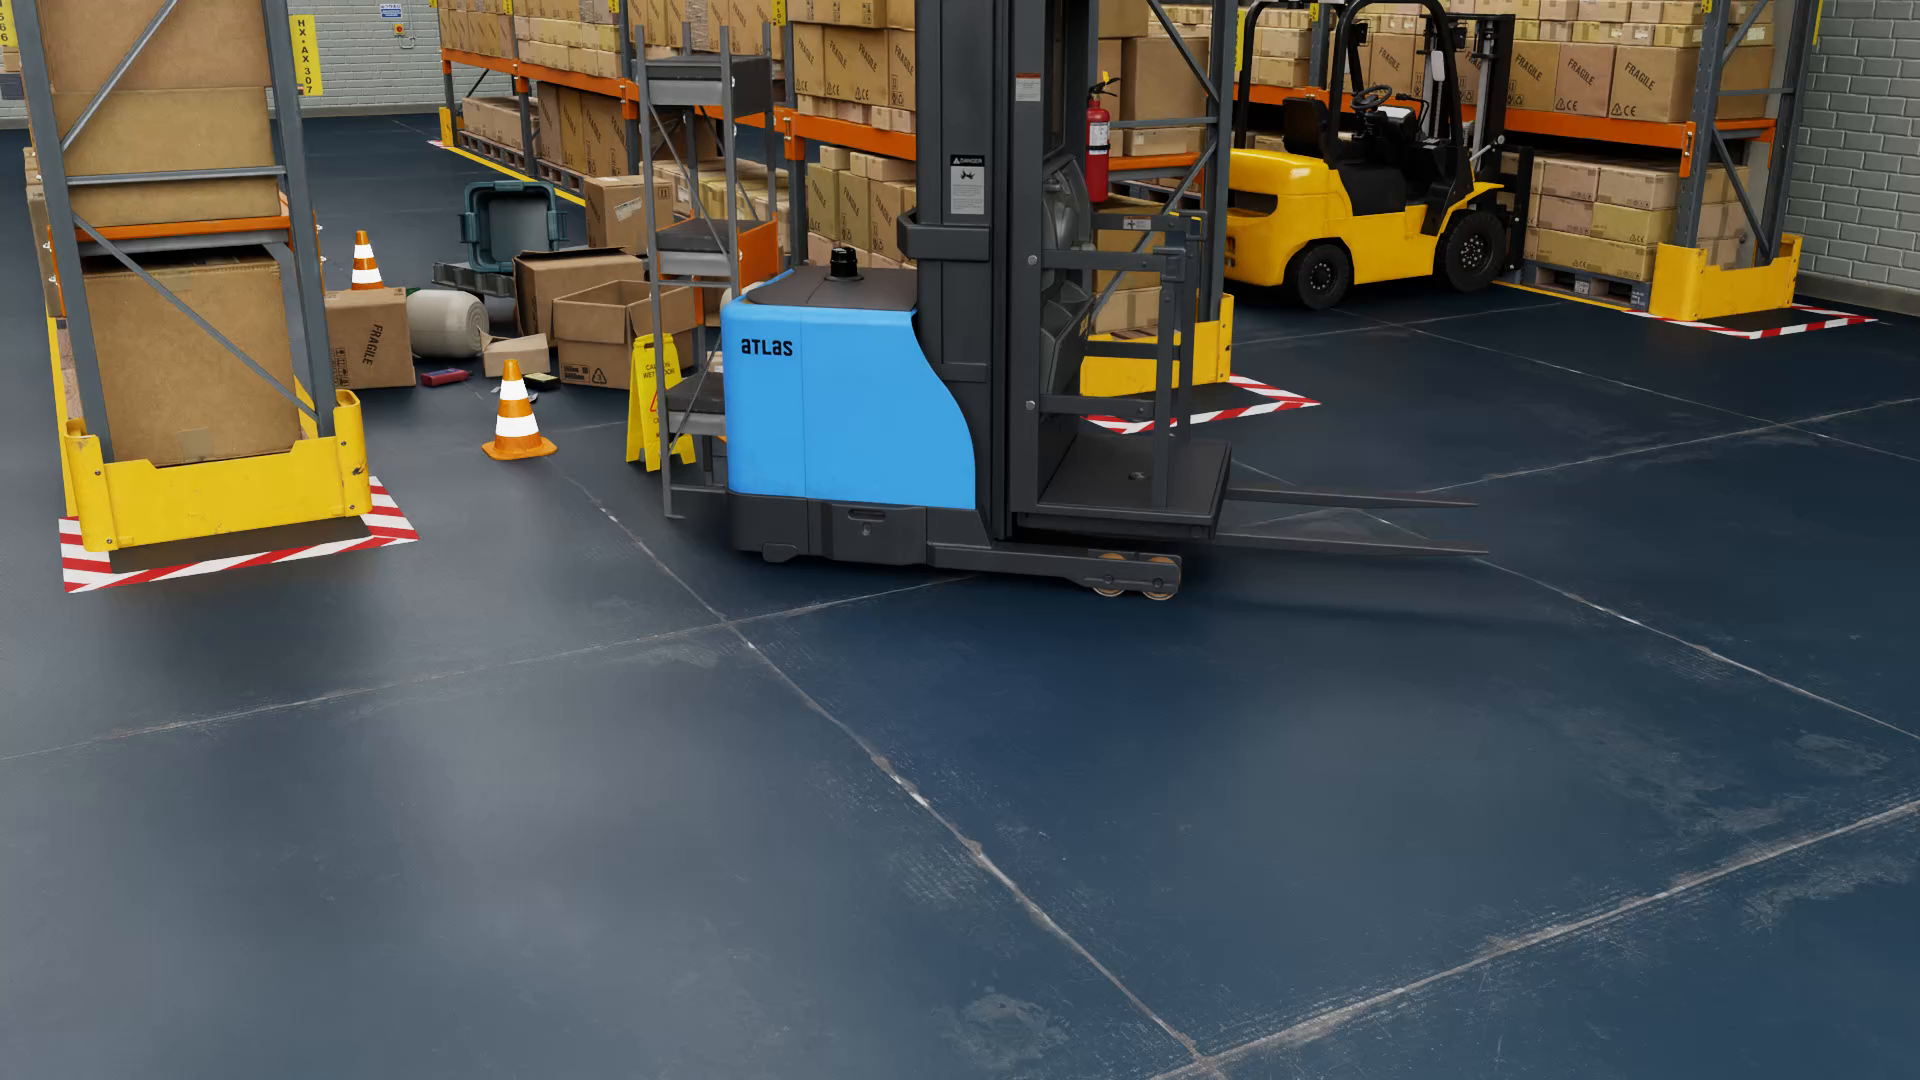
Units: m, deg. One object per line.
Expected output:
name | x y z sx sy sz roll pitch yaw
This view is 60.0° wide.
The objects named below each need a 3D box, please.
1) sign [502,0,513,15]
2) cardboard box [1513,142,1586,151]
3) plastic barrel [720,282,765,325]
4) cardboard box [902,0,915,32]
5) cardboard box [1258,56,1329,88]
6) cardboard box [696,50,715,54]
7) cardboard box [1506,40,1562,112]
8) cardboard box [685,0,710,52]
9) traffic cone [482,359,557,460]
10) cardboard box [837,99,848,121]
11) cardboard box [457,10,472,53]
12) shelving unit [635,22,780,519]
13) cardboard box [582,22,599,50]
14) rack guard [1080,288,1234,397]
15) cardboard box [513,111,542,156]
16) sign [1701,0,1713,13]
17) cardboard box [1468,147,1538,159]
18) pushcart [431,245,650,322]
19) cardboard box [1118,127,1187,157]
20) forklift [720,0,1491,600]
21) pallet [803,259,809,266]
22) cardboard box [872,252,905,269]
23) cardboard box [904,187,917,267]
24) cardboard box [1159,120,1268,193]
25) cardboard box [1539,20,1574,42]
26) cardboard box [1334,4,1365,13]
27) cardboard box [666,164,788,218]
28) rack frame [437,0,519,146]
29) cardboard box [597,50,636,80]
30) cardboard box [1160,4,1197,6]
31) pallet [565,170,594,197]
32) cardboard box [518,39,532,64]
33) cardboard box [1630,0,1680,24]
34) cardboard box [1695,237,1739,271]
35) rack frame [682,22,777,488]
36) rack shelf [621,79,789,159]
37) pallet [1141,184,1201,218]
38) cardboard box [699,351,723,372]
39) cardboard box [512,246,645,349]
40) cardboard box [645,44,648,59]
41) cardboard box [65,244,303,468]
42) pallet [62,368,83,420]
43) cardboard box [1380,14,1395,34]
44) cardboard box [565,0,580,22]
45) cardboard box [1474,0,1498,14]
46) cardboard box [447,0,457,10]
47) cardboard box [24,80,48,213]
sign | -5.119 -6.107 18.783 0.100 0.325 0.005 -10 21 -27
cardboard box | 4.667 -3.047 13.402 0.500 0.250 0.500 -10 22 -28
plastic barrel | -1.246 -1.443 10.664 0.512 0.421 0.421 4 19 11
cardboard box | 0.066 -3.353 10.106 0.700 0.500 0.500 -10 22 -27
cardboard box | 3.065 -4.254 15.090 0.500 0.250 0.500 -9 21 -25
cardboard box | -2.016 -4.085 14.113 0.380 0.149 0.250 -9 21 -25
cardboard box | 4.487 -3.517 12.573 0.500 0.500 0.500 -10 22 -28
cardboard box | -1.979 -4.375 13.960 0.500 0.500 0.500 -11 22 -29
traffic cone | -2.243 -0.680 8.392 0.336 0.463 0.334 -10 21 -27
cardboard box | -0.646 -3.056 11.773 0.380 0.149 0.250 -10 21 -27
cardboard box | -6.065 -6.471 21.132 0.500 0.500 0.500 -10 21 -27
shelving unit | -1.064 -1.156 7.261 0.431 2.100 0.503 5 19 13
cardboard box | -3.432 -5.011 16.517 0.500 0.250 0.500 -11 22 -28
rack guard | 1.031 -1.142 9.676 1.175 0.500 0.348 -10 21 -27
cardboard box | -4.835 -4.931 20.108 0.875 0.438 0.875 -10 22 -27
sign | 4.950 -3.651 10.977 0.100 0.325 0.005 -10 21 -27
cardboard box | 4.211 -2.963 13.158 0.500 0.250 0.500 -10 22 -28
pushcart | -2.815 -1.843 11.895 0.936 0.377 1.648 16 25 39
cardboard box | 1.088 -2.313 9.621 0.380 0.149 0.250 -10 21 -26
forklift | 0.611 -1.341 6.525 3.031 2.935 1.130 4 19 12
pallet | -0.482 -1.945 12.444 1.003 0.211 1.213 -10 21 -27
cardboard box | -0.272 -1.835 11.421 0.500 0.250 0.500 -10 22 -27
cardboard box | -0.027 -2.040 10.868 0.500 0.500 0.500 -11 22 -28
cardboard box | 2.556 -3.884 16.785 0.875 0.625 0.625 -11 22 -29
cardboard box | 4.530 -3.777 12.331 0.380 0.149 0.250 -11 22 -28
cardboard box | 3.425 -4.577 14.195 0.380 0.149 0.250 -10 21 -26
cardboard box | -2.114 -3.181 15.136 0.950 0.372 0.625 -10 22 -28
rack frame | -6.530 -6.895 22.516 1.000 3.000 0.127 -10 21 -27
cardboard box | -3.200 -4.633 16.189 0.500 0.250 0.500 -11 22 -29
cardboard box | 2.260 -5.519 17.379 0.380 0.149 0.250 -10 21 -27
pallet | -3.615 -3.868 18.018 1.003 0.211 1.213 -10 21 -27
cardboard box | -4.654 -5.509 18.728 0.500 0.250 0.500 -11 22 -28
cardboard box | 4.934 -3.703 11.660 0.380 0.149 0.250 -10 21 -27
cardboard box | 5.373 -2.142 12.312 0.500 0.250 0.500 -10 21 -26
rack frame | -1.006 -1.233 7.485 0.400 2.100 0.015 5 19 13
rack shelf | -1.782 -3.685 14.314 1.077 0.370 4.000 -10 21 -27
pallet | 2.567 -3.458 16.830 1.003 0.211 1.213 -10 21 -27
cardboard box | -1.332 -1.018 9.853 0.380 0.149 0.250 1 19 2
cardboard box | -2.446 -1.566 10.689 0.797 0.637 0.503 -10 21 -27
cardboard box | -2.741 -4.556 15.479 0.380 0.149 0.250 -11 22 -30
cardboard box | -3.621 -0.885 7.711 0.875 0.875 0.875 -10 21 -26
pallet | -4.265 -0.756 8.997 1.003 0.211 1.213 -10 21 -27
cardboard box | 3.727 -4.298 13.839 0.380 0.149 0.250 -10 21 -27
cardboard box | -3.688 -5.516 16.833 0.500 0.500 0.500 -10 21 -27
cardboard box | 4.240 -4.151 12.959 0.380 0.149 0.250 -10 21 -26
cardboard box | -6.302 -7.086 21.382 0.500 0.500 0.500 -11 22 -28
cardboard box | -3.737 -1.831 7.610 0.875 0.550 0.550 -10 21 -27
